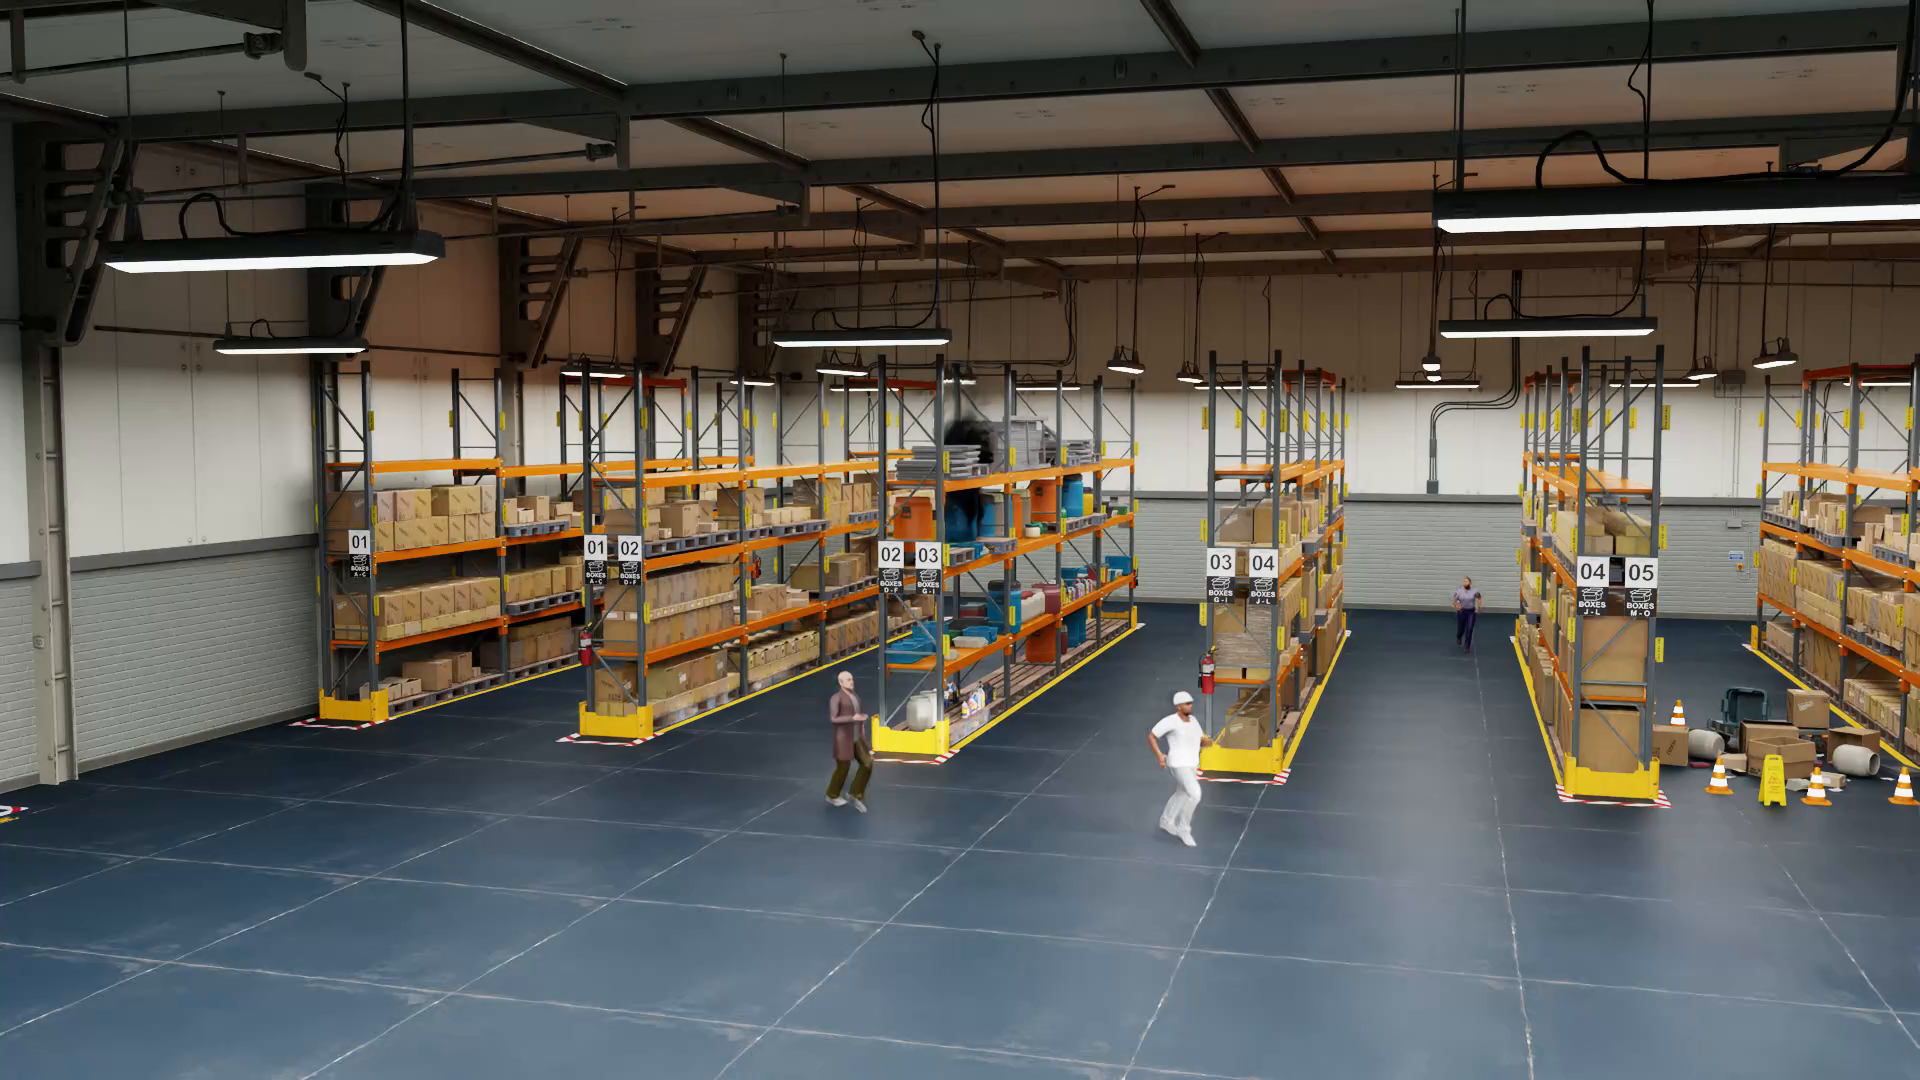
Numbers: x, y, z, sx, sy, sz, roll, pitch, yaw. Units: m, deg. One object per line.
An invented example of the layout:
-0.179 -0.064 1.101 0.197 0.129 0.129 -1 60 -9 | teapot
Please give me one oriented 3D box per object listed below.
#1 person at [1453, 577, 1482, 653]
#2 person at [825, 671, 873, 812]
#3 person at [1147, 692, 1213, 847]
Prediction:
11.060 1.621 36.245 0.614 1.641 0.766 1 4 18 | person
-1.415 2.600 21.344 0.771 1.831 0.684 3 5 40 | person
2.660 2.712 19.778 0.751 1.823 0.669 4 5 41 | person
